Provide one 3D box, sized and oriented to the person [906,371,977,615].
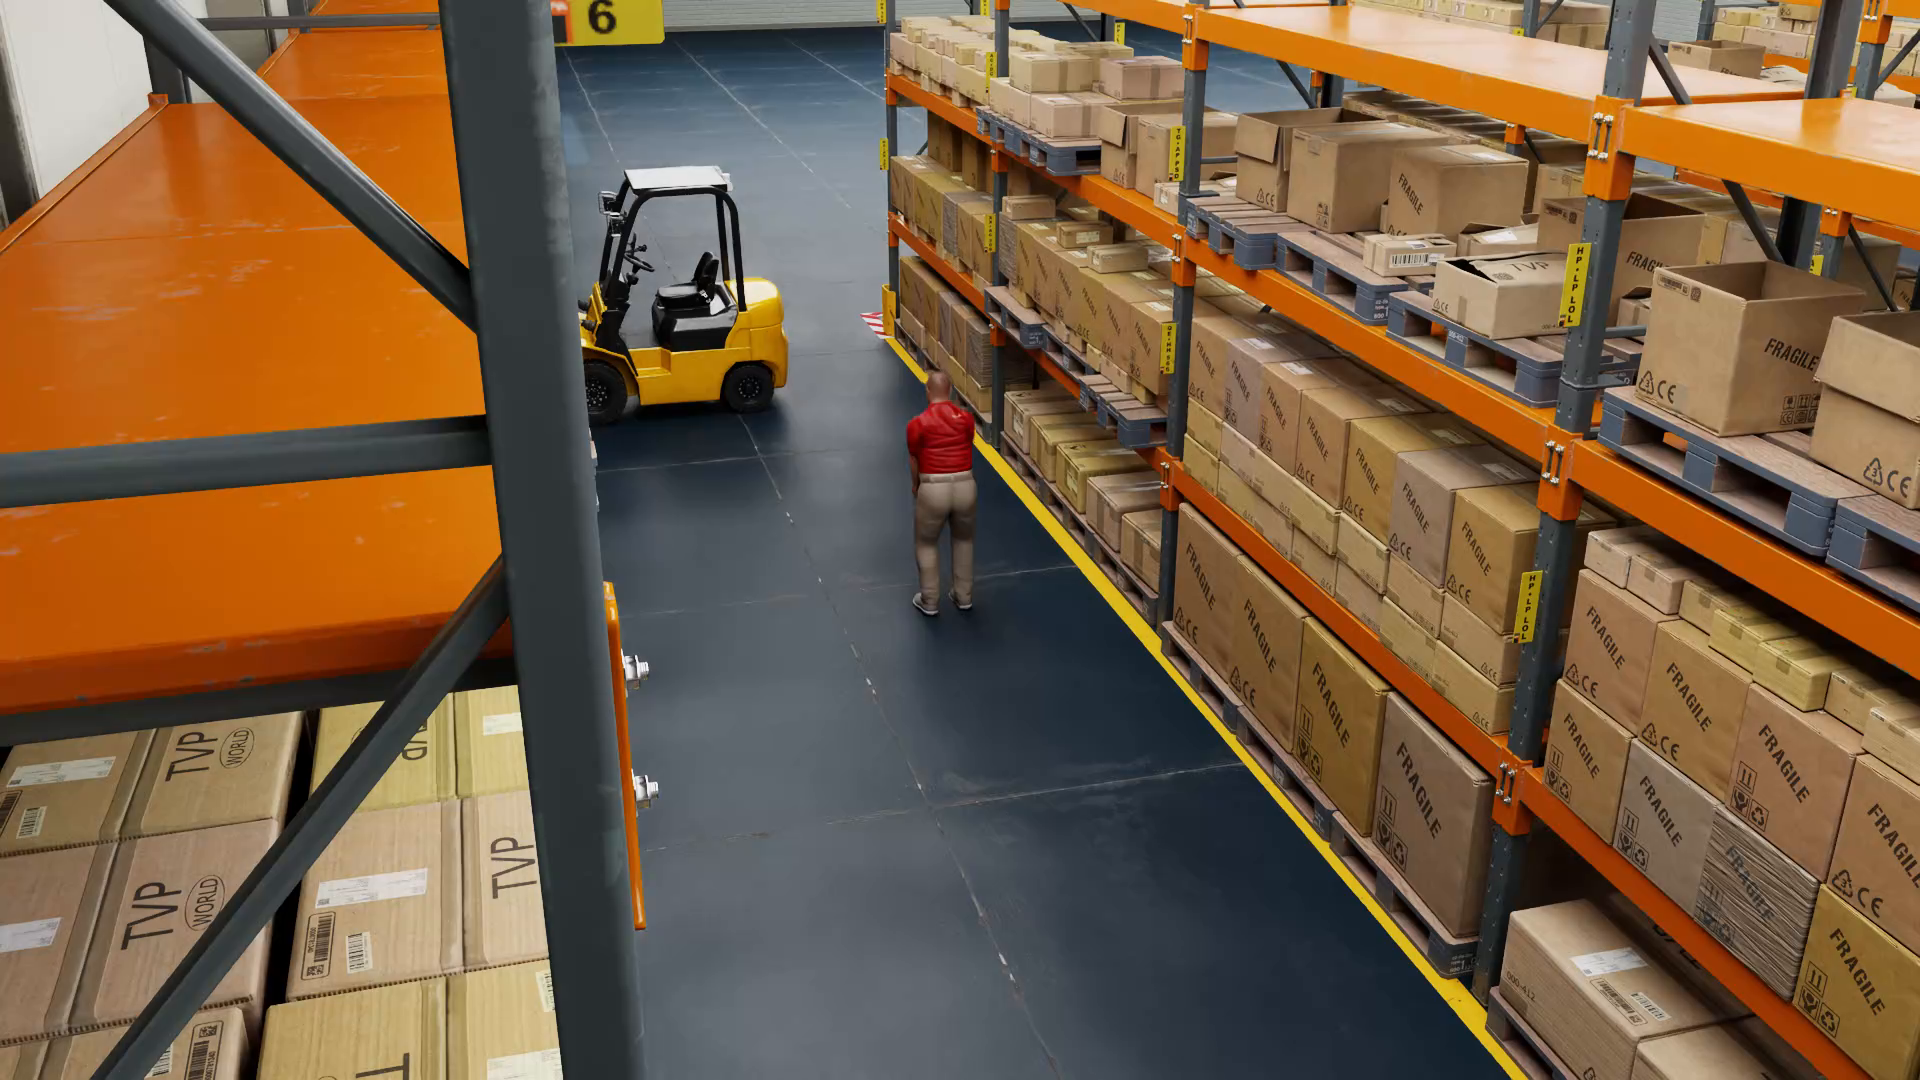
[{"bbox_3d":[-0.135,-0.336,11.515,0.483,1.714,0.566,-7,24,-15],"label":"person"}]
